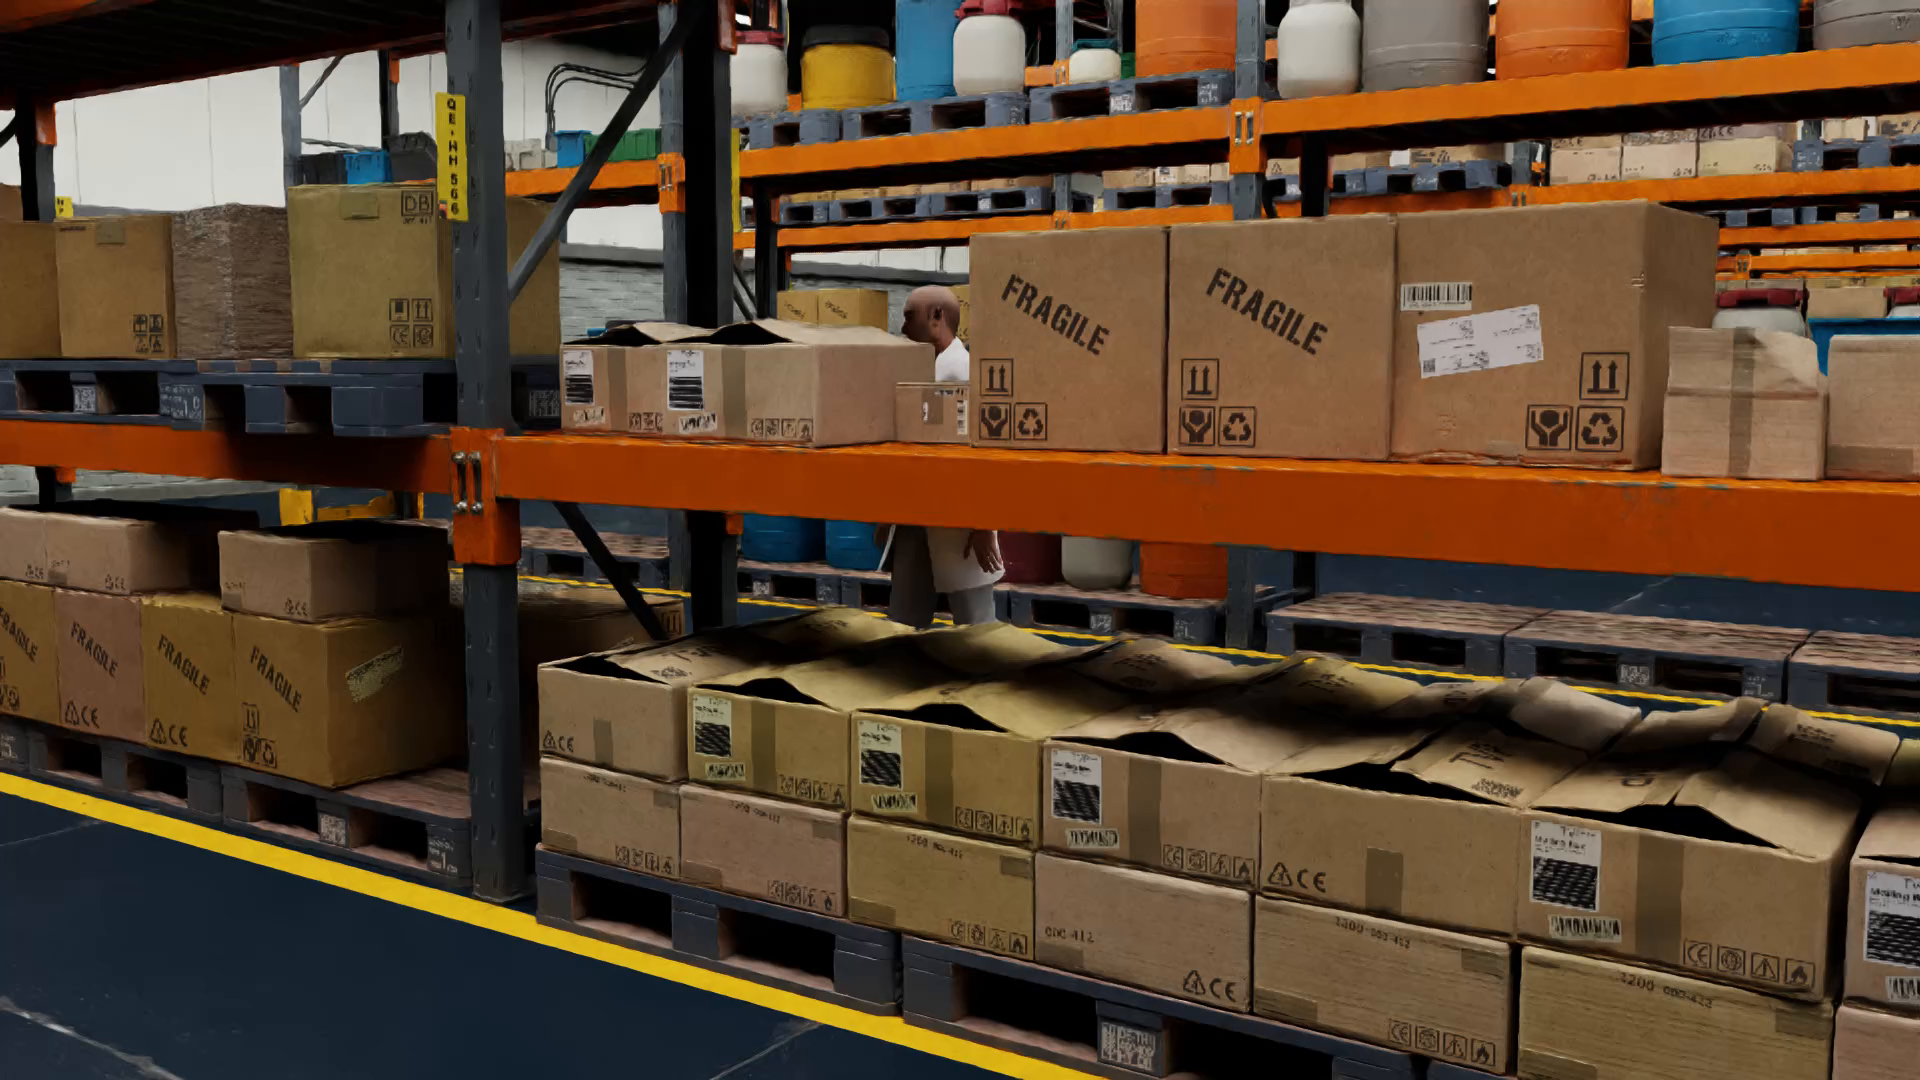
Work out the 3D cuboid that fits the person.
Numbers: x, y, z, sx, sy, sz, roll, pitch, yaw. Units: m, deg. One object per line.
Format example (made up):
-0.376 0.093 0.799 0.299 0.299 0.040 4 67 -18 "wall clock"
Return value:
-0.117 -0.062 6.237 0.678 1.775 0.707 -4 7 -33 "person"
